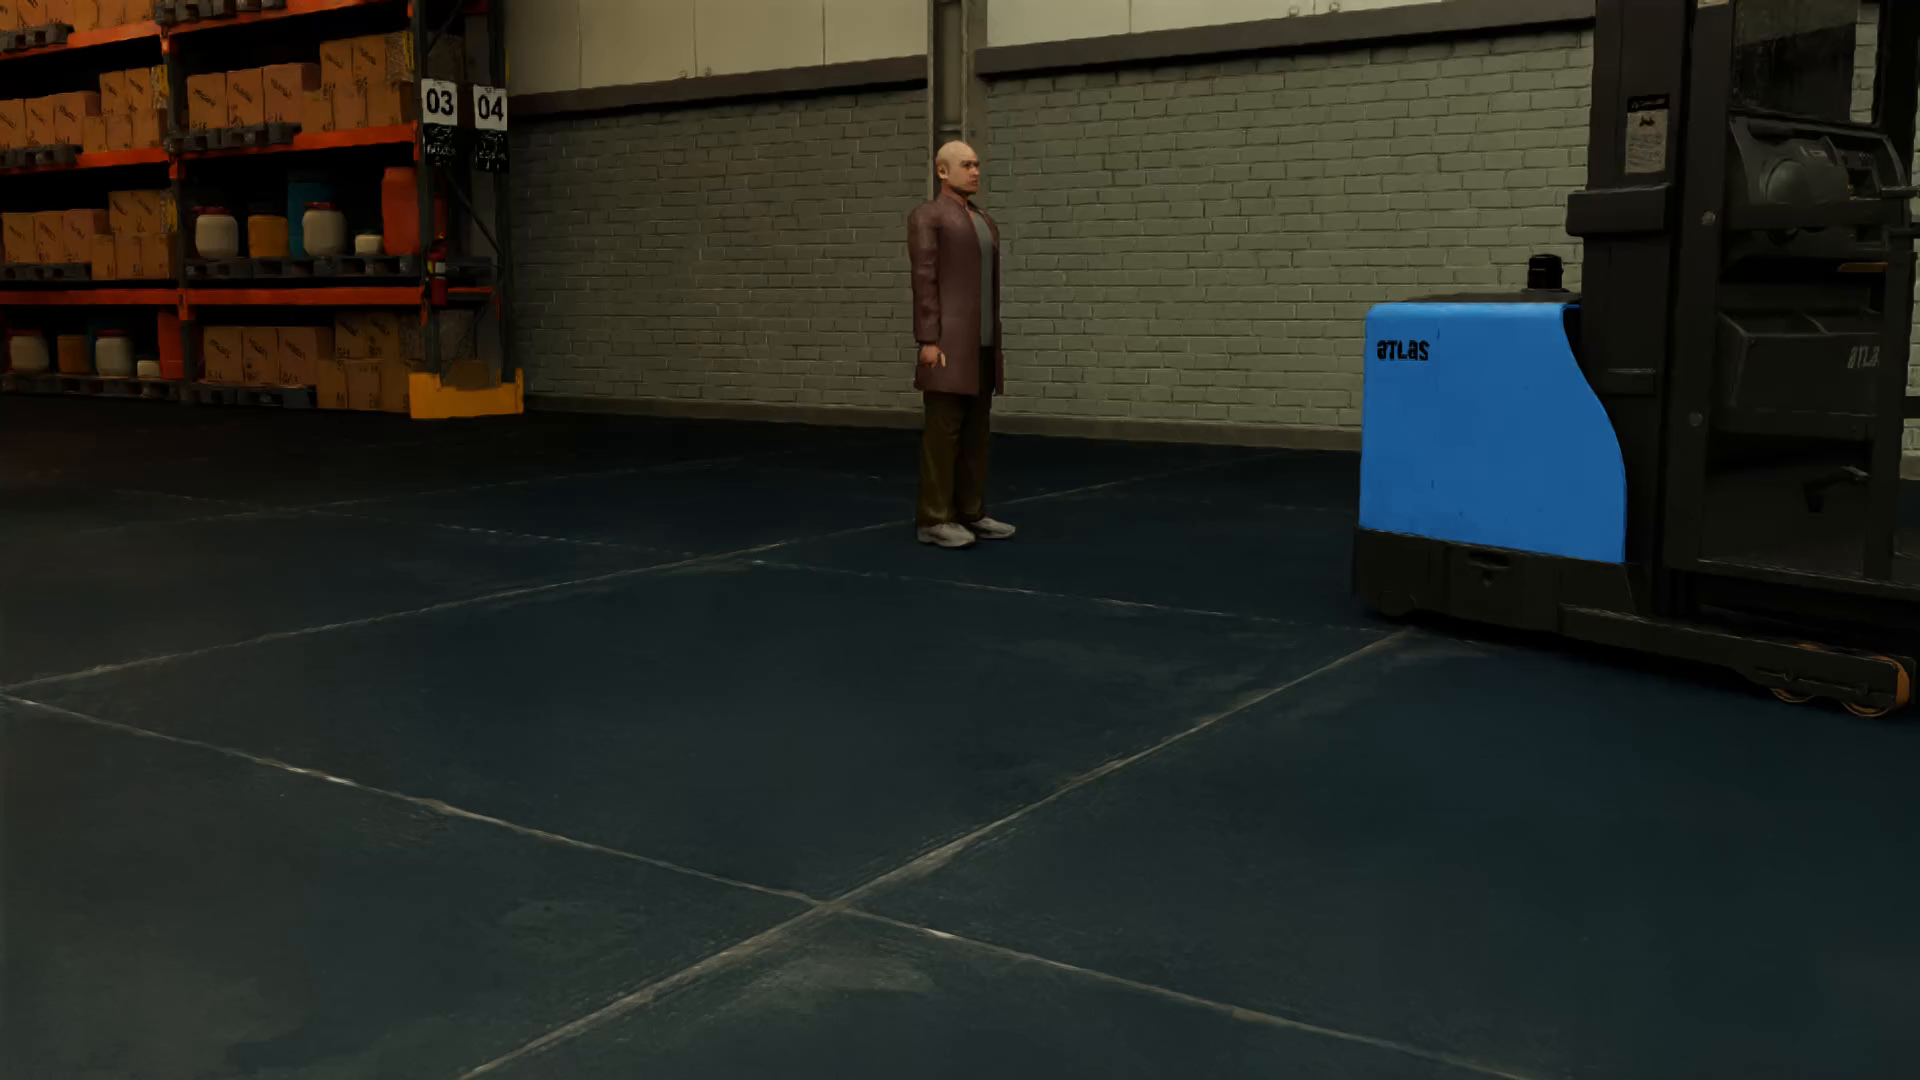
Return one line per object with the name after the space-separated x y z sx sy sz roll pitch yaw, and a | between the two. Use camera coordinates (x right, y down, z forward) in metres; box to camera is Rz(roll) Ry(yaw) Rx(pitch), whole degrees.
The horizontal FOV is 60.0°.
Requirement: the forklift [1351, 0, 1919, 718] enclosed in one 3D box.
2.630 -1.064 4.674 1.130 2.935 3.031 -6 10 -36 | forklift

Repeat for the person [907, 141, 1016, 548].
0.023 -0.881 7.465 0.377 1.783 0.558 5 10 34 | person
